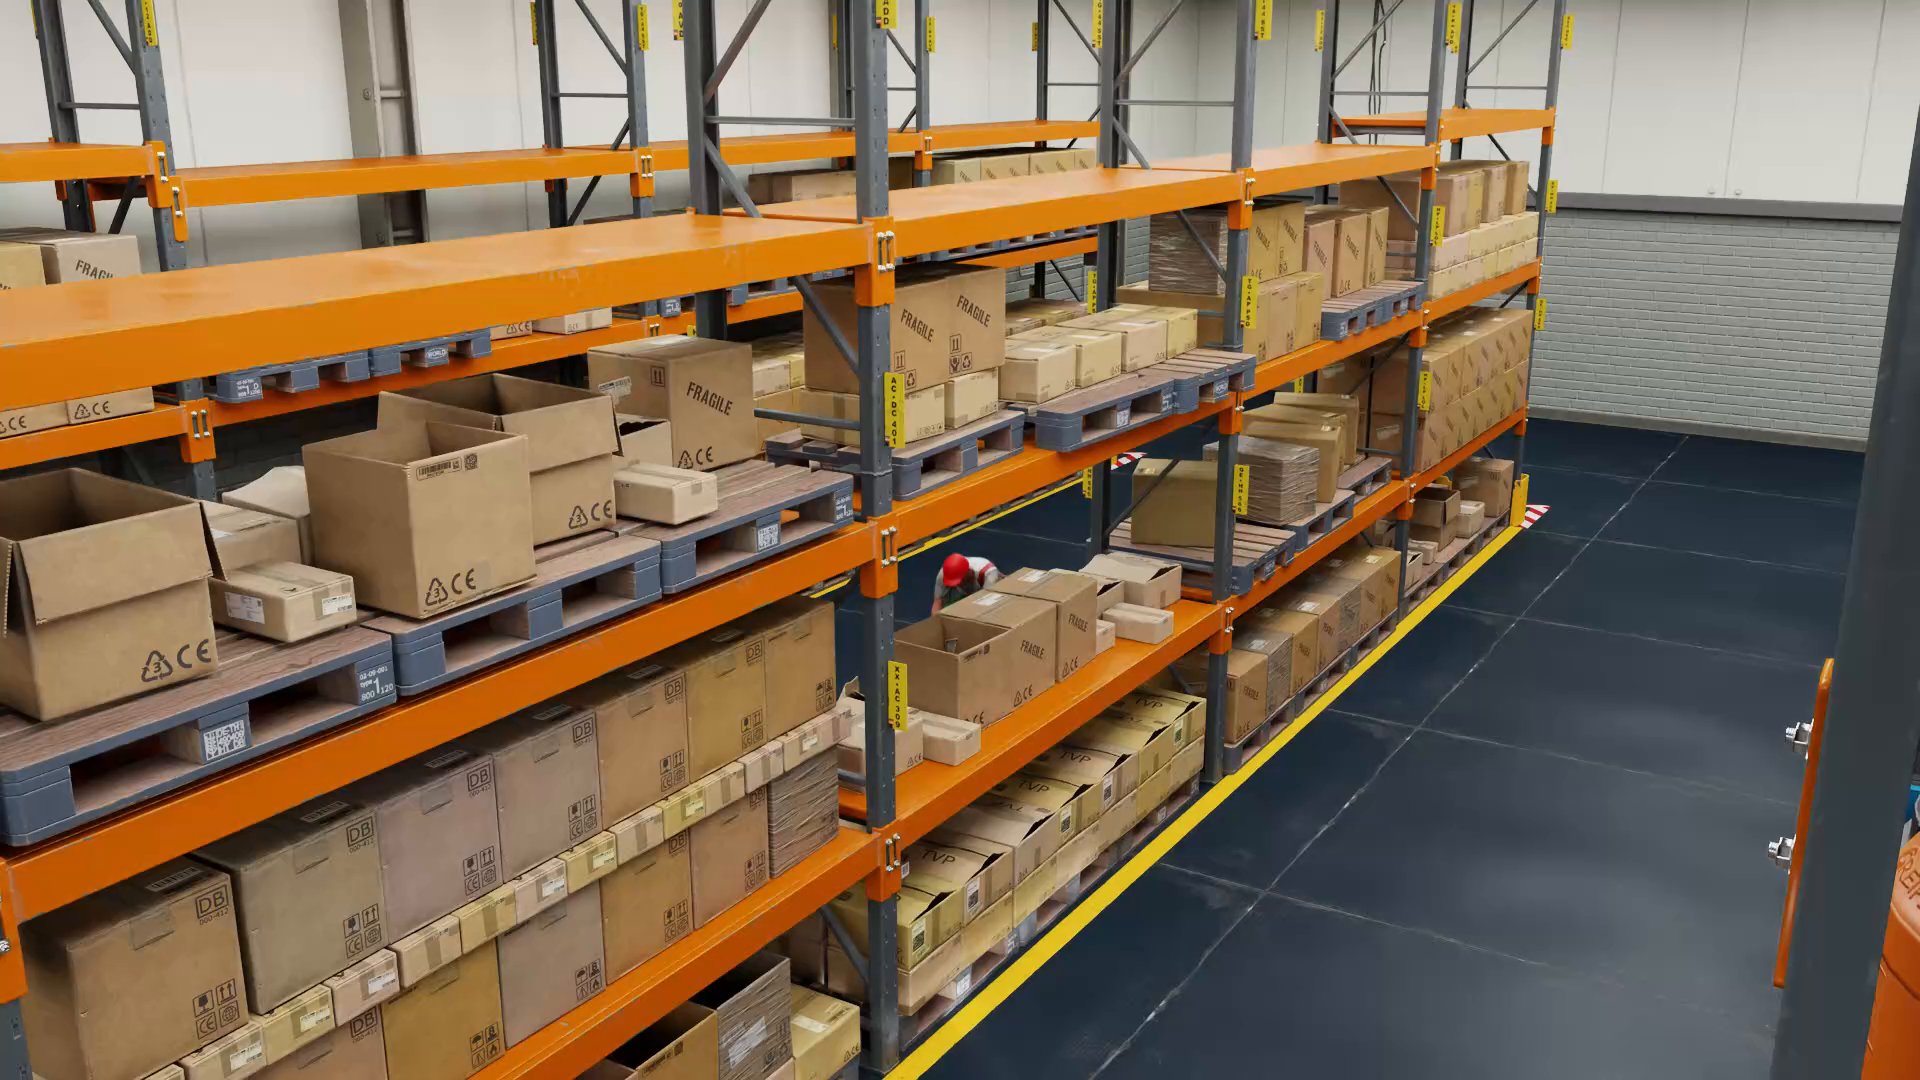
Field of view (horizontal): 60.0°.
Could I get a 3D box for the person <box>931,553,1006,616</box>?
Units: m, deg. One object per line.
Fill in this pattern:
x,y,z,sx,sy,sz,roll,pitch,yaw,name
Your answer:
0.112,0.553,13.333,0.576,1.091,0.866,10,19,30,person
